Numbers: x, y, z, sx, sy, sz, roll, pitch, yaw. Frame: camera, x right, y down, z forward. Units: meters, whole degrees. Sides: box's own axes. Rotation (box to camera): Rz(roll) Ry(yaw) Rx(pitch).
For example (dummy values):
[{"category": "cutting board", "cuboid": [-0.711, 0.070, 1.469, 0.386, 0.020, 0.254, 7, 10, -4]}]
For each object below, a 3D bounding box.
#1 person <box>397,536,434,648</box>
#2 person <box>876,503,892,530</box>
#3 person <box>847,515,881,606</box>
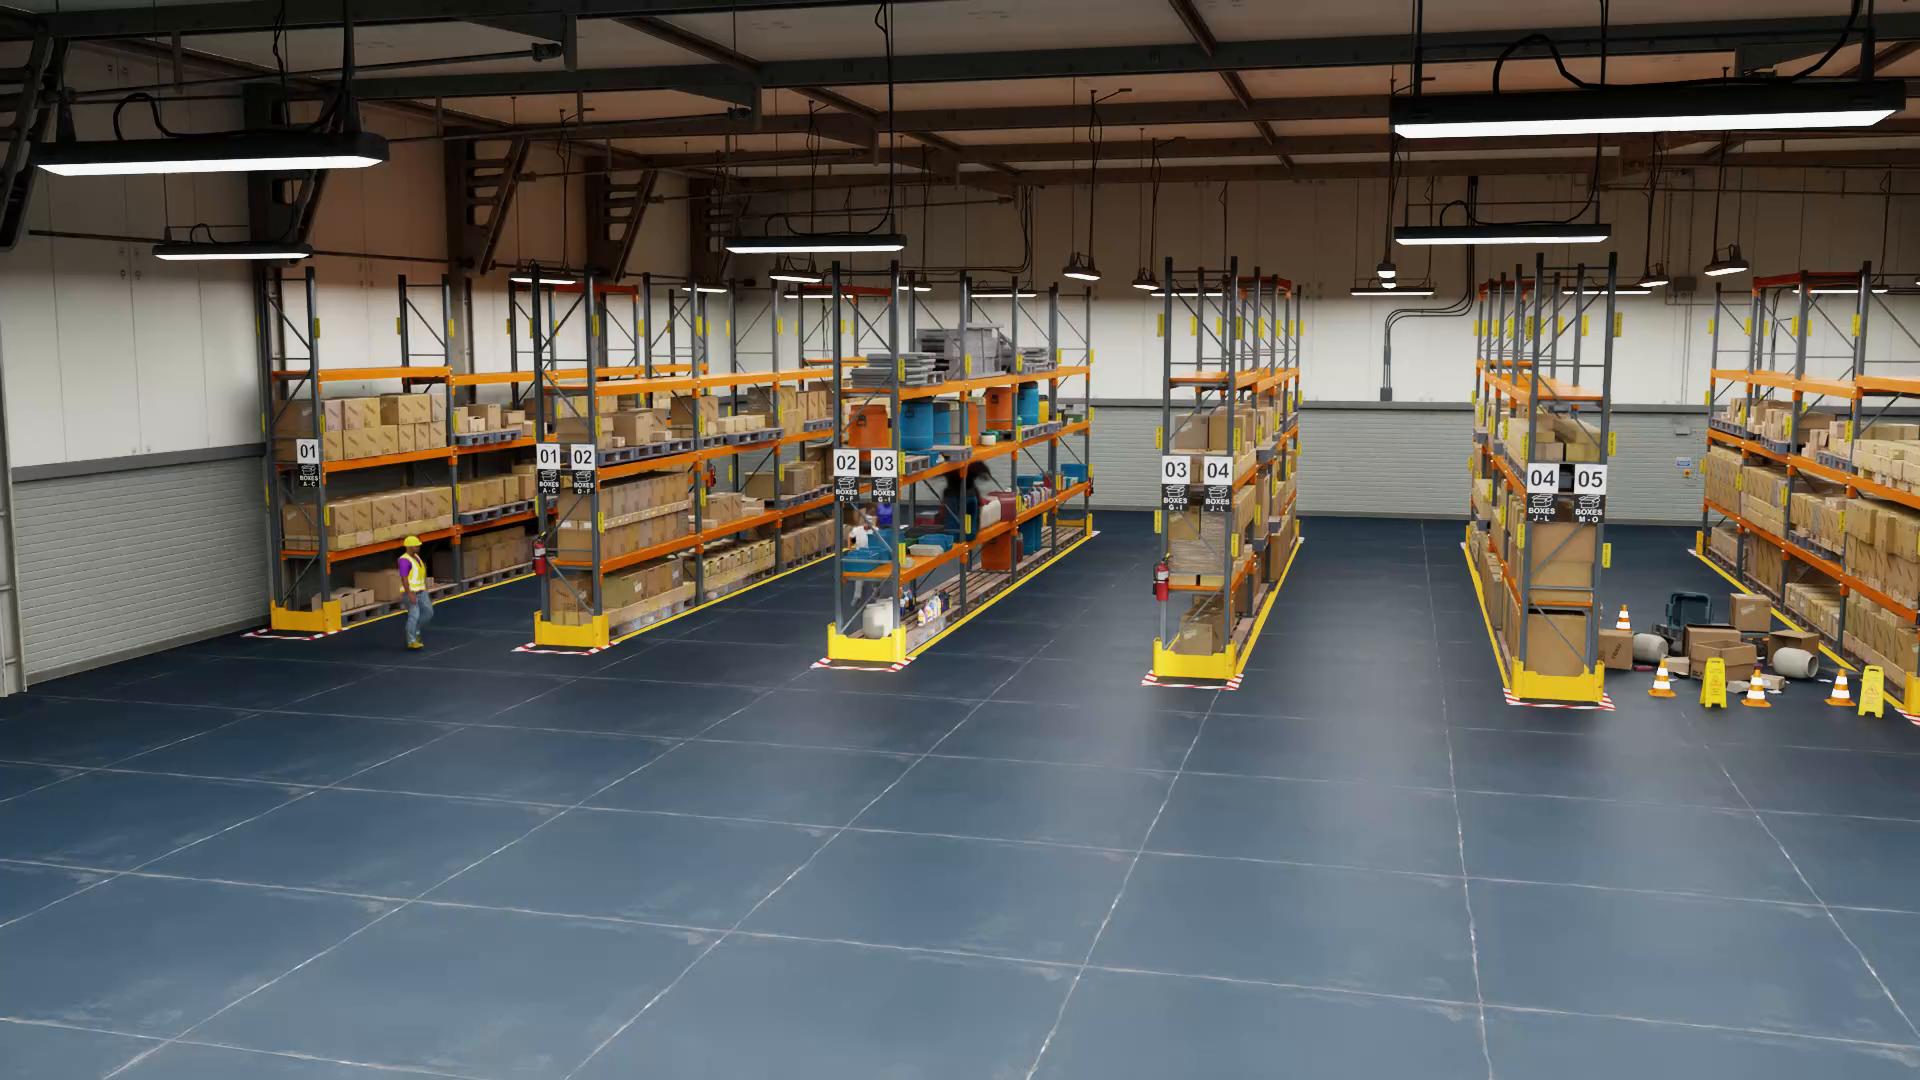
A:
[{"category": "person", "cuboid": [-8.570, 0.815, 26.019, 0.476, 1.756, 0.546, 3, 8, 22]}, {"category": "person", "cuboid": [-1.511, -0.190, 34.508, 0.444, 1.627, 0.665, 2, 7, 12]}, {"category": "person", "cuboid": [-1.764, 0.335, 30.219, 0.642, 1.616, 1.028, 2, 8, 17]}]
